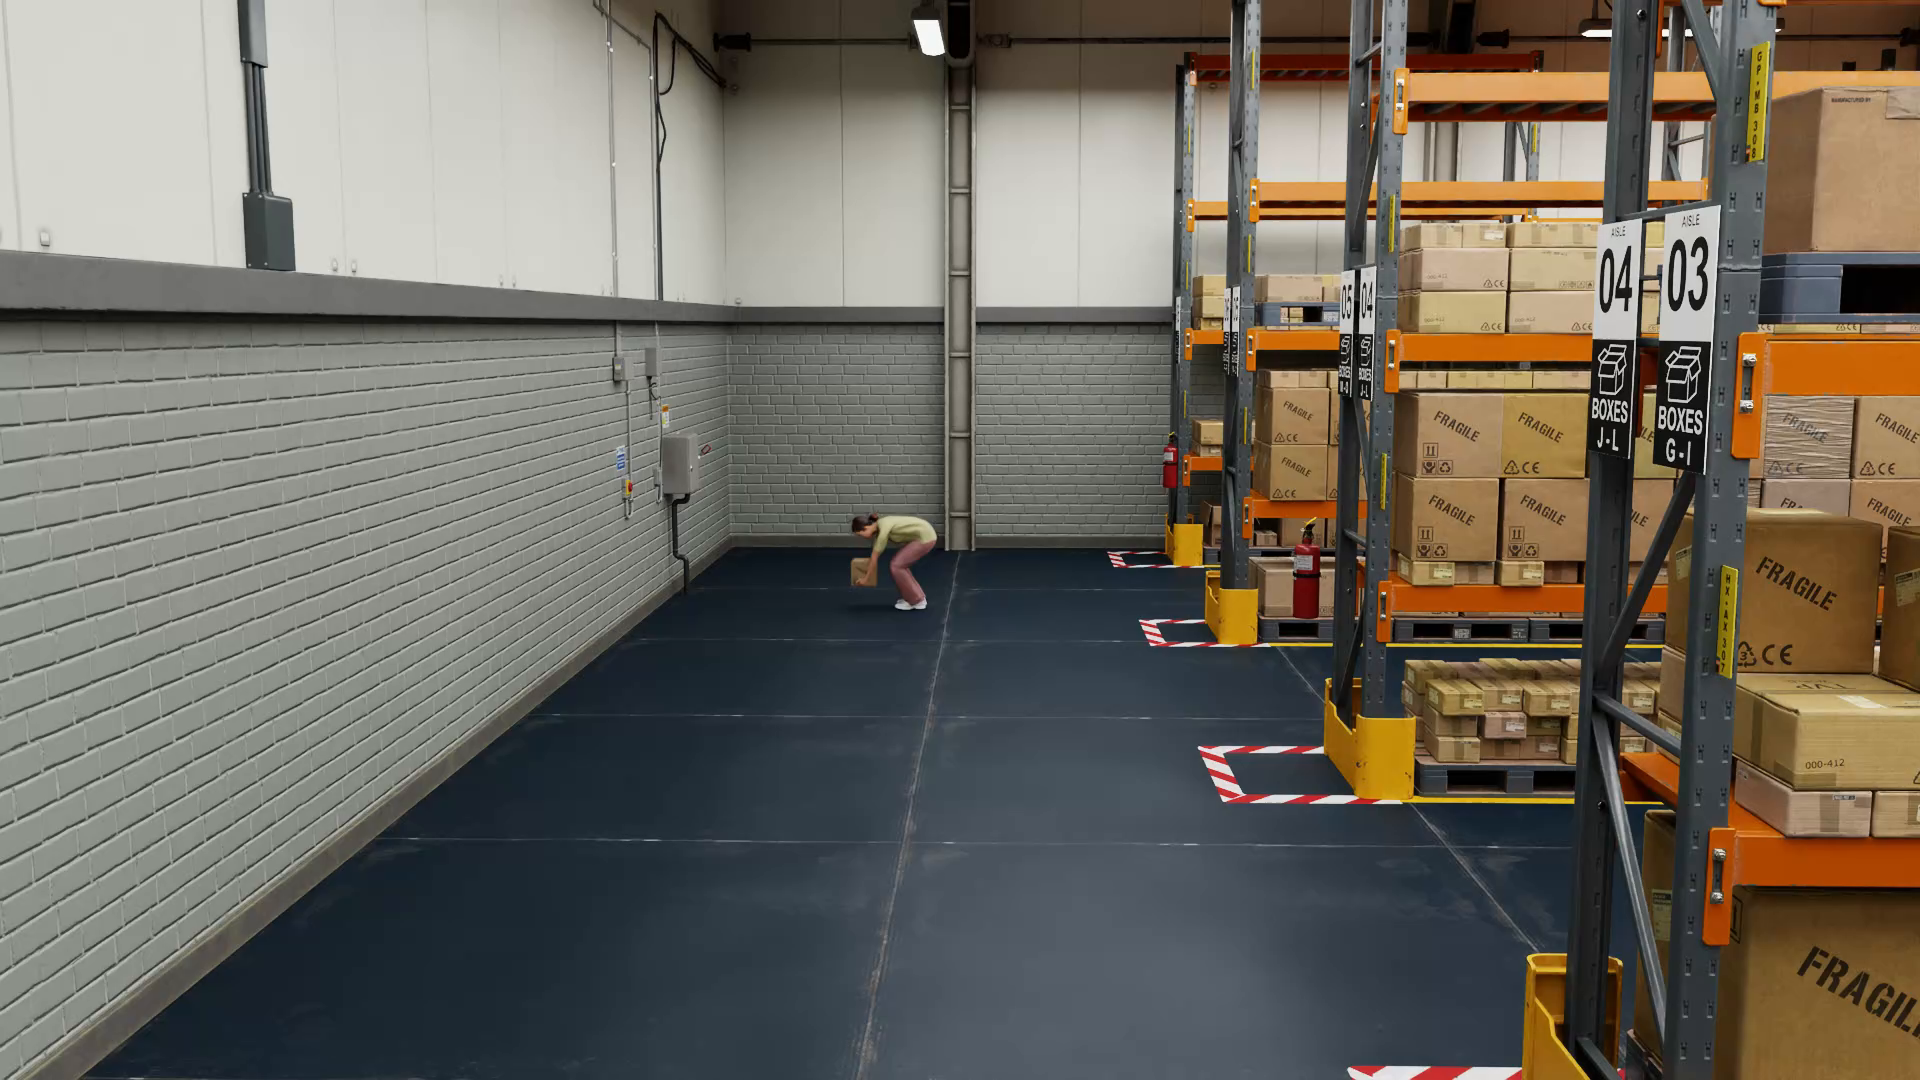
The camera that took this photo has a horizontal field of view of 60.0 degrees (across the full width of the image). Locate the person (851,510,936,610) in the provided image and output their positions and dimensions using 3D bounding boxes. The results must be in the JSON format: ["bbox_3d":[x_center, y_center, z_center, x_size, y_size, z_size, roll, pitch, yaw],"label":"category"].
[{"bbox_3d":[-0.673,0.189,16.907,0.869,1.015,0.470,0,7,-2],"label":"person"}]
